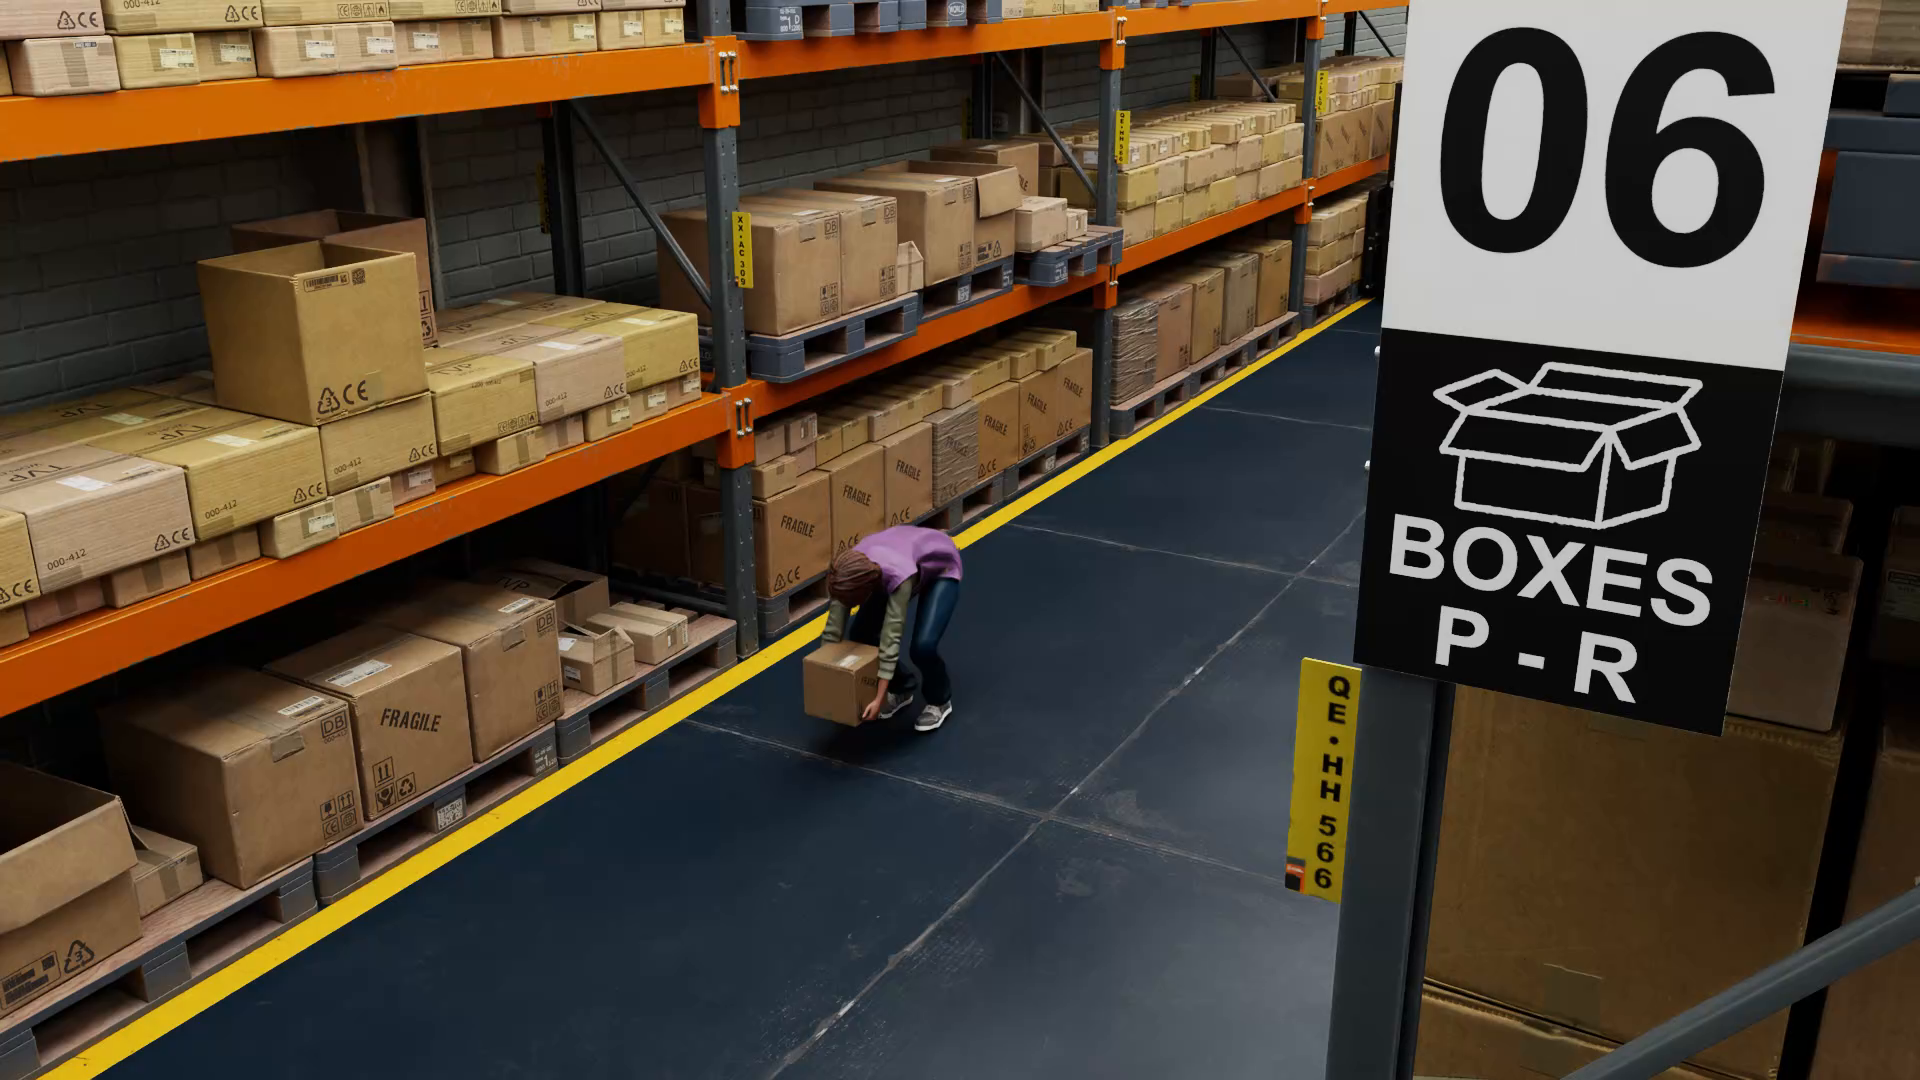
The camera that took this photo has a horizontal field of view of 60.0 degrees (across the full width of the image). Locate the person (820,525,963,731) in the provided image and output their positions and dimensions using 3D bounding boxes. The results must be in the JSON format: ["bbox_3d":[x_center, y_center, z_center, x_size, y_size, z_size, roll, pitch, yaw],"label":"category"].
[{"bbox_3d":[-0.285,0.389,7.018,0.431,0.912,0.862,11,22,28],"label":"person"}]
